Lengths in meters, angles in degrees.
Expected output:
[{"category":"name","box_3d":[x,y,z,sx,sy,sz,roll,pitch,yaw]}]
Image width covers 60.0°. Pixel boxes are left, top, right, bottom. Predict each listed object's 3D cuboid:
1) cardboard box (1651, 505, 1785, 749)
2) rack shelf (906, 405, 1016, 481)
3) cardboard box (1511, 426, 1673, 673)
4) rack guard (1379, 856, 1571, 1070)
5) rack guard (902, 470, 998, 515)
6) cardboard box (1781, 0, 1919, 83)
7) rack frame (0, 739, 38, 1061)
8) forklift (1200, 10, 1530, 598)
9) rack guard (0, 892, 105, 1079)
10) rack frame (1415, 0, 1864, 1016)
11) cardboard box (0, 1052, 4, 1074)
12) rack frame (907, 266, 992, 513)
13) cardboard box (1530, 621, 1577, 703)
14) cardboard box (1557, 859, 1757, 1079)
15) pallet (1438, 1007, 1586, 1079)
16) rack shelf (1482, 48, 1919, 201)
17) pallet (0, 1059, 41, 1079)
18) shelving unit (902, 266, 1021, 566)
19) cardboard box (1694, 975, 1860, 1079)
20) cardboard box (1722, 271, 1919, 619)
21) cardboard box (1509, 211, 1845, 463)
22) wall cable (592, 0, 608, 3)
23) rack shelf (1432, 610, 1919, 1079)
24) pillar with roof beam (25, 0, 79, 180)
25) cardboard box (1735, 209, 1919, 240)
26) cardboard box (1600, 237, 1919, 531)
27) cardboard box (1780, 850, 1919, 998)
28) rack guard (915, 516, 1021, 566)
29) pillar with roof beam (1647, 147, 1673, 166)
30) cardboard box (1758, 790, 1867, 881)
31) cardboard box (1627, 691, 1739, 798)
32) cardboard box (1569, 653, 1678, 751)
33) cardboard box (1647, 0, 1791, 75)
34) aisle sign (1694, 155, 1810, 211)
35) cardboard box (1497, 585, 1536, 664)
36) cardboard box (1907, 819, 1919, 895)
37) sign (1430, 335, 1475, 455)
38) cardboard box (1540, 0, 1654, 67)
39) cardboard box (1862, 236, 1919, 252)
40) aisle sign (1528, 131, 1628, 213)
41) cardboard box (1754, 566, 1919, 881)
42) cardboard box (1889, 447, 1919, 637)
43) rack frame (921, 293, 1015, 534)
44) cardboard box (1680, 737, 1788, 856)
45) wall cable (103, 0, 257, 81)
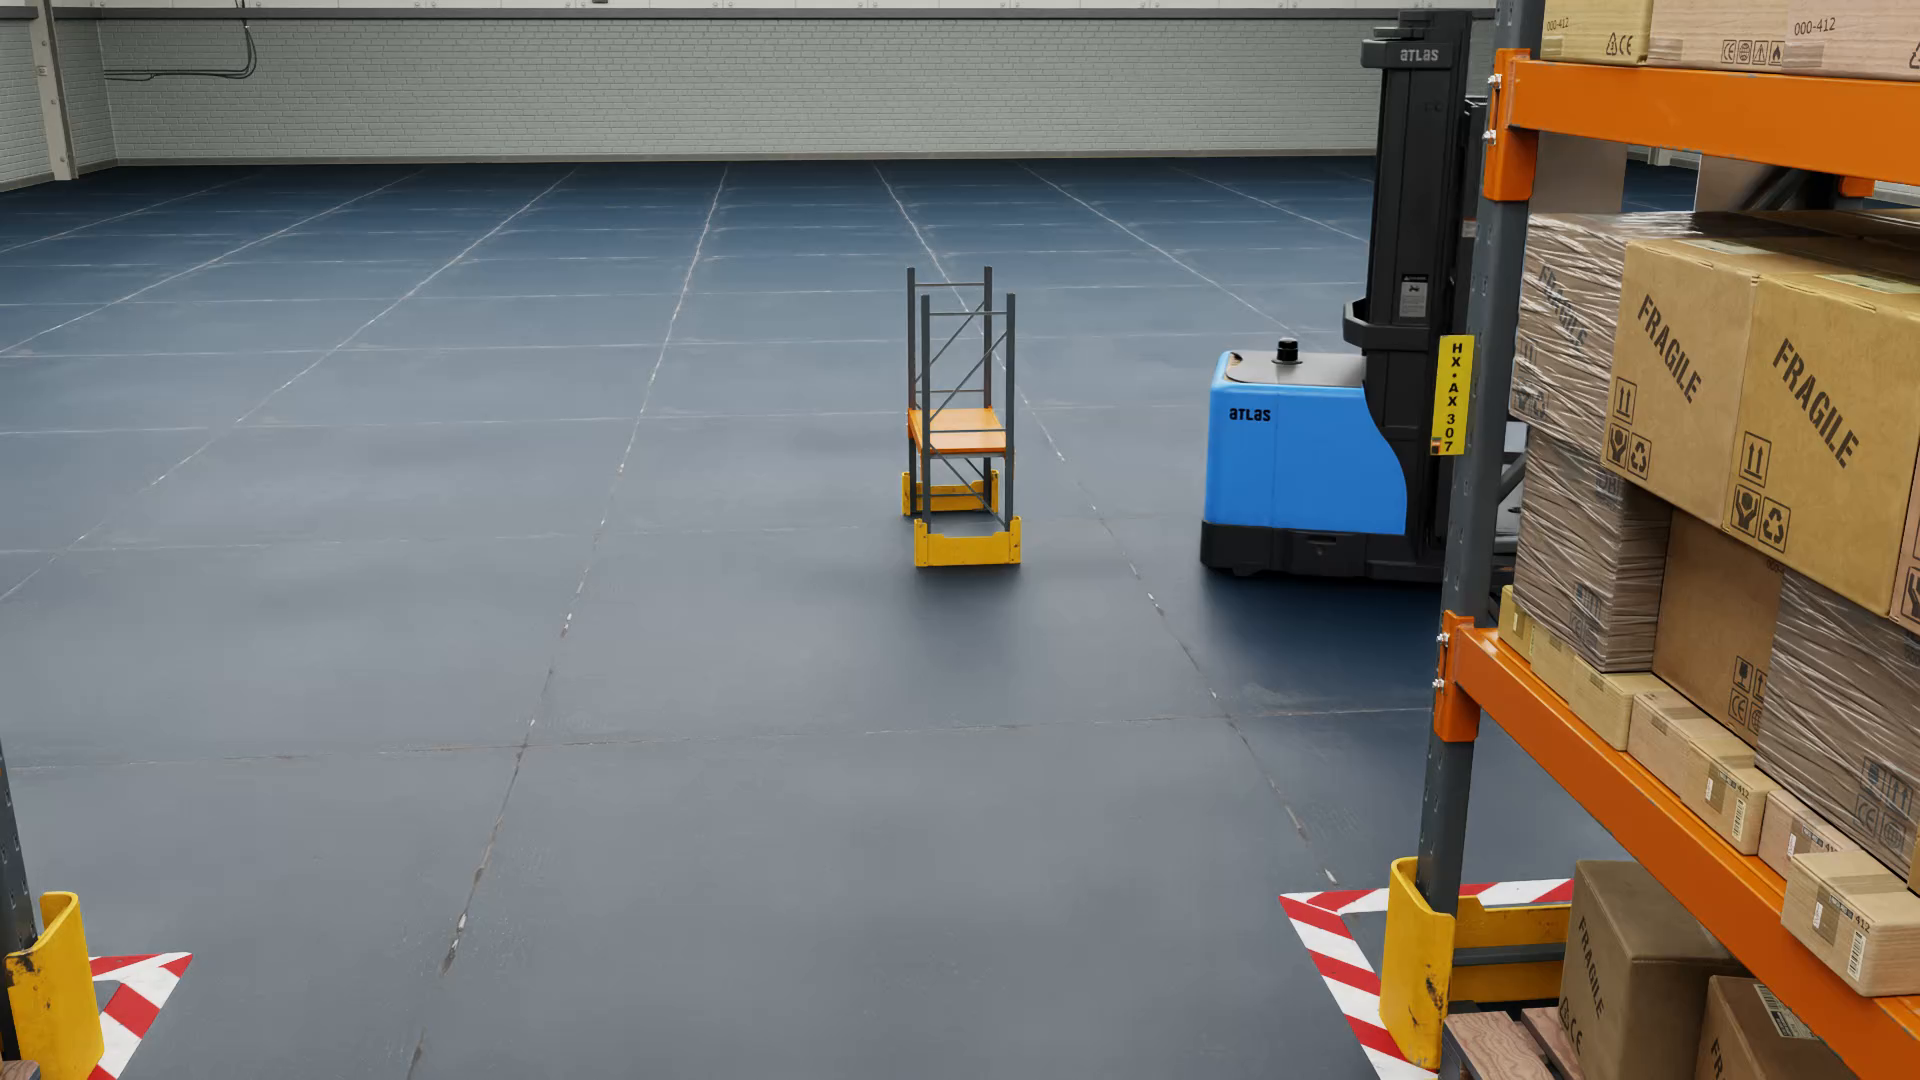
[{"category":"cardboard box","box_3d":[2.063,0.129,3.593,0.875,0.500,0.500,-2,18,-6]},{"category":"rack shelf","box_3d":[-0.009,-0.569,9.587,0.538,0.185,1.000,-2,18,-6]},{"category":"cardboard box","box_3d":[1.892,-0.016,4.056,0.875,0.500,0.500,-2,18,-6]},{"category":"rack guard","box_3d":[1.870,1.224,4.943,1.175,0.500,0.348,-2,18,-6]},{"category":"rack guard","box_3d":[-0.059,-0.290,10.185,0.587,0.250,0.087,-2,18,-6]},{"category":"cardboard box","box_3d":[1.761,-0.898,2.772,0.500,0.250,0.500,-2,18,-6]},{"category":"rack frame","box_3d":[-3.082,0.132,4.248,1.000,3.000,0.127,-2,18,-6]},{"category":"forklift","box_3d":[2.880,-1.250,8.765,3.031,2.935,1.130,4,18,11]},{"category":"rack guard","box_3d":[-3.084,1.318,4.645,1.175,0.500,0.348,-2,18,-6]},{"category":"rack frame","box_3d":[1.862,0.009,4.640,1.000,3.000,0.127,-2,18,-6]},{"category":"cardboard box","box_3d":[-2.946,1.146,3.866,0.875,0.875,0.875,-2,18,-5]},{"category":"rack frame","box_3d":[-0.061,-0.892,10.016,0.500,1.500,0.032,-2,18,-6]},{"category":"cardboard box","box_3d":[1.661,0.296,4.145,0.380,0.149,0.250,-2,18,-6]},{"category":"cardboard box","box_3d":[1.910,1.188,4.358,0.500,0.500,0.500,1,17,5]},{"category":"pallet","box_3d":[1.919,1.605,4.211,1.003,0.211,1.213,-2,18,-6]},{"category":"rack shelf","box_3d":[2.069,-0.483,2.401,1.077,0.370,4.000,-2,18,-6]},{"category":"pallet","box_3d":[-2.921,1.698,3.915,1.003,0.211,1.213,-2,18,-6]},{"category":"shelving unit","box_3d":[-0.008,-0.738,9.525,0.587,1.500,1.083,-2,18,-6]},{"category":"cardboard box","box_3d":[2.006,1.365,3.794,0.500,0.500,0.500,3,18,9]},{"category":"cardboard box","box_3d":[1.746,-0.187,2.933,0.500,0.500,0.500,-2,18,-6]},{"category":"cardboard box","box_3d":[1.648,-0.485,3.882,0.500,0.500,0.500,-2,18,-6]},{"category":"wall cable","box_3d":[-6.395,-13.925,33.331,2.305,6.003,0.169,-2,18,-6]},{"category":"rack shelf","box_3d":[2.069,0.948,2.850,1.077,0.370,4.000,-2,18,-6]},{"category":"pillar with roof beam","box_3d":[-12.568,-11.228,30.419,9.100,9.000,0.400,-2,18,-6]},{"category":"cardboard box","box_3d":[2.165,-0.501,3.933,0.500,0.500,0.500,-2,18,-6]},{"category":"cardboard box","box_3d":[1.693,-0.336,3.407,0.500,0.500,0.500,-2,18,-6]},{"category":"cardboard box","box_3d":[1.713,0.671,2.951,0.380,0.149,0.250,-2,18,-6]},{"category":"rack guard","box_3d":[0.044,0.006,9.239,0.587,0.250,0.087,-2,18,-6]},{"category":"pillar with roof beam","box_3d":[10.200,-11.935,32.671,9.100,9.000,0.400,-2,18,-6]},{"category":"cardboard box","box_3d":[1.790,0.593,3.198,0.380,0.149,0.250,-2,18,-6]},{"category":"cardboard box","box_3d":[1.719,0.445,3.671,0.380,0.149,0.250,-2,18,-6]},{"category":"cardboard box","box_3d":[1.672,0.371,3.906,0.380,0.149,0.250,-2,18,-6]},{"category":"cardboard box","box_3d":[1.714,-1.045,3.242,0.500,0.250,0.500,-2,18,-7]},{"category":"aisle sign","box_3d":[2.154,-1.259,4.339,0.394,0.787,0.004,-2,18,-6]},{"category":"cardboard box","box_3d":[1.655,0.221,4.384,0.380,0.149,0.250,-2,18,-6]},{"category":"cardboard box","box_3d":[2.111,0.429,2.639,0.875,0.500,0.500,-2,18,-6]},{"category":"sign","box_3d":[1.323,-0.387,4.457,0.100,0.325,0.005,-2,18,-6]},{"category":"cardboard box","box_3d":[1.655,-1.199,3.731,0.500,0.250,0.500,-1,17,-4]},{"category":"cardboard box","box_3d":[2.222,-0.353,3.459,0.500,0.500,0.500,-2,18,-6]},{"category":"aisle sign","box_3d":[1.558,-1.240,4.280,0.394,0.787,0.004,-2,18,-6]},{"category":"cardboard box","box_3d":[2.071,0.280,3.115,0.875,0.500,0.500,-2,18,-6]},{"category":"cardboard box","box_3d":[1.803,-0.038,2.459,0.500,0.500,0.500,-2,18,-6]},{"category":"rack frame","box_3d":[0.044,-0.590,9.051,0.500,1.500,0.032,-2,18,-6]},{"category":"cardboard box","box_3d":[1.737,0.520,3.433,0.380,0.149,0.250,-2,18,-6]},{"category":"wall cable","box_3d":[-15.839,-10.532,33.386,3.097,2.526,0.112,-2,18,-6]}]
